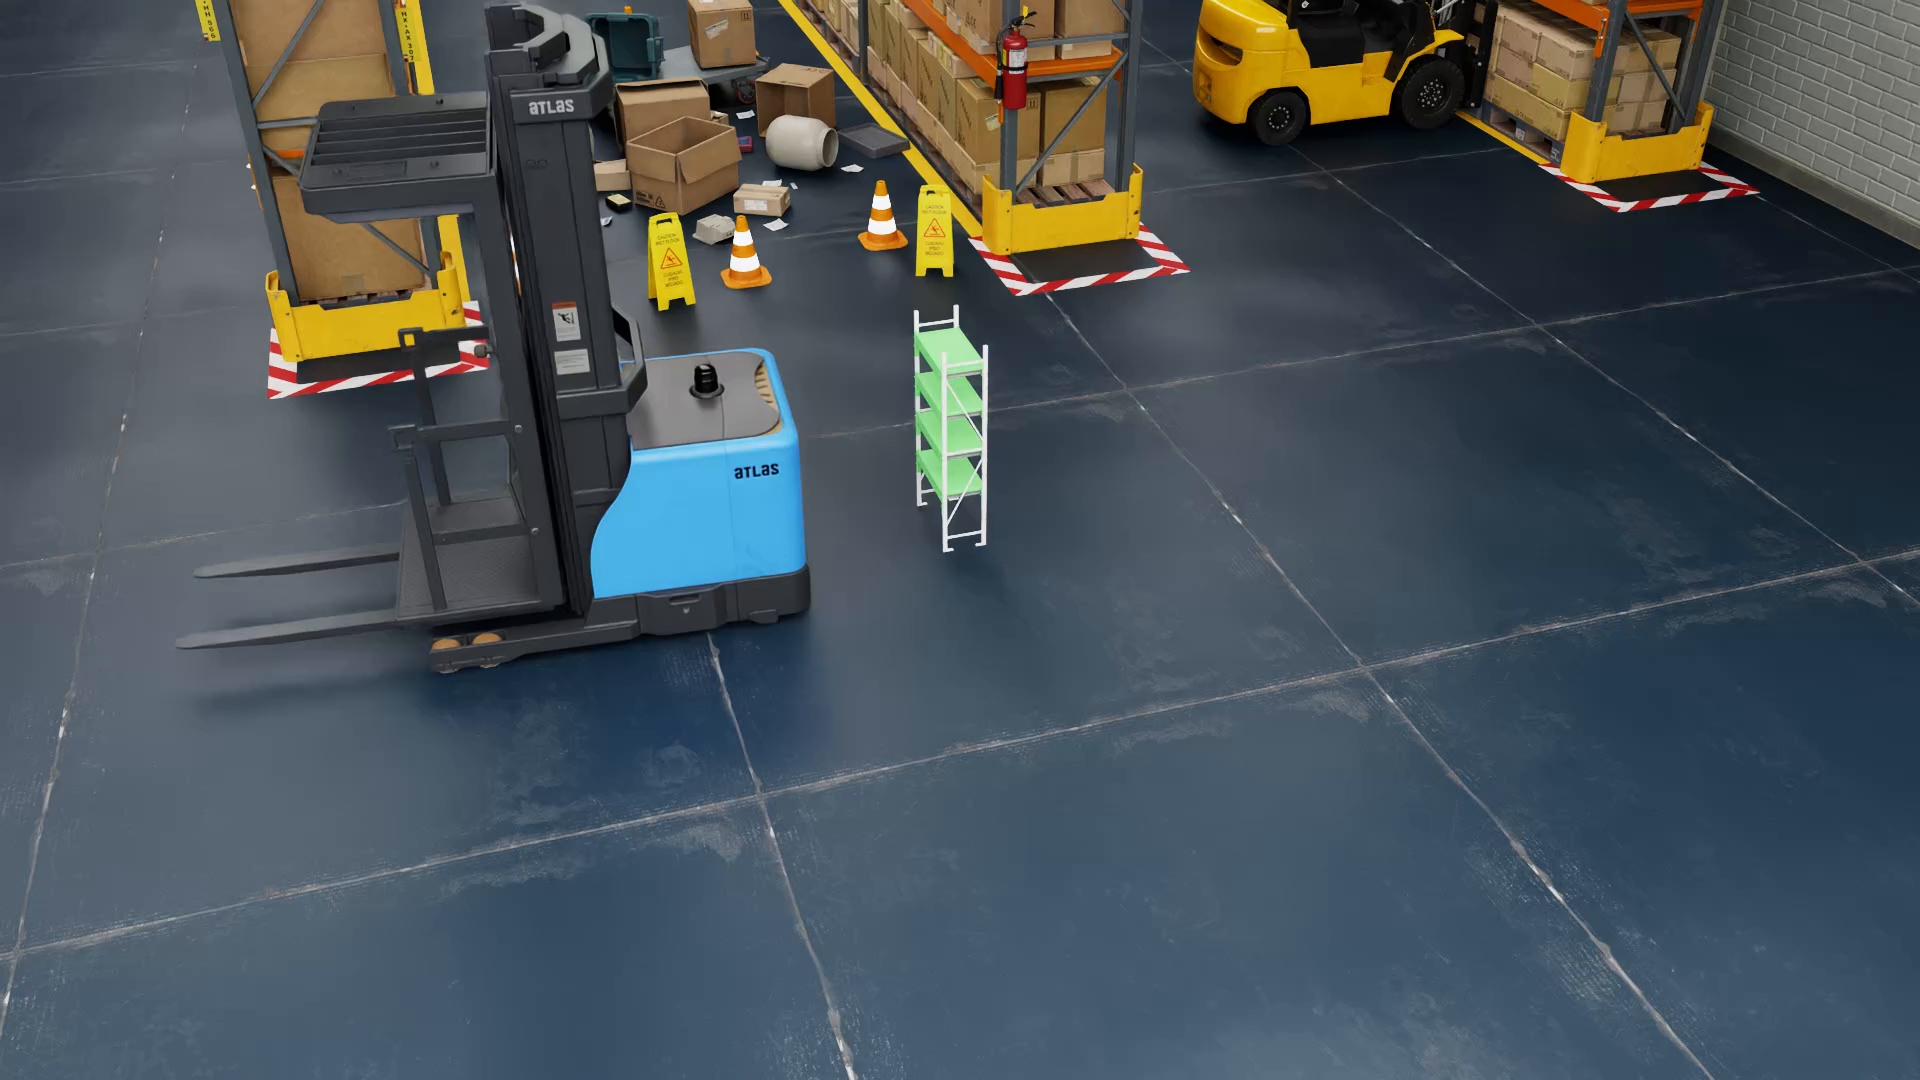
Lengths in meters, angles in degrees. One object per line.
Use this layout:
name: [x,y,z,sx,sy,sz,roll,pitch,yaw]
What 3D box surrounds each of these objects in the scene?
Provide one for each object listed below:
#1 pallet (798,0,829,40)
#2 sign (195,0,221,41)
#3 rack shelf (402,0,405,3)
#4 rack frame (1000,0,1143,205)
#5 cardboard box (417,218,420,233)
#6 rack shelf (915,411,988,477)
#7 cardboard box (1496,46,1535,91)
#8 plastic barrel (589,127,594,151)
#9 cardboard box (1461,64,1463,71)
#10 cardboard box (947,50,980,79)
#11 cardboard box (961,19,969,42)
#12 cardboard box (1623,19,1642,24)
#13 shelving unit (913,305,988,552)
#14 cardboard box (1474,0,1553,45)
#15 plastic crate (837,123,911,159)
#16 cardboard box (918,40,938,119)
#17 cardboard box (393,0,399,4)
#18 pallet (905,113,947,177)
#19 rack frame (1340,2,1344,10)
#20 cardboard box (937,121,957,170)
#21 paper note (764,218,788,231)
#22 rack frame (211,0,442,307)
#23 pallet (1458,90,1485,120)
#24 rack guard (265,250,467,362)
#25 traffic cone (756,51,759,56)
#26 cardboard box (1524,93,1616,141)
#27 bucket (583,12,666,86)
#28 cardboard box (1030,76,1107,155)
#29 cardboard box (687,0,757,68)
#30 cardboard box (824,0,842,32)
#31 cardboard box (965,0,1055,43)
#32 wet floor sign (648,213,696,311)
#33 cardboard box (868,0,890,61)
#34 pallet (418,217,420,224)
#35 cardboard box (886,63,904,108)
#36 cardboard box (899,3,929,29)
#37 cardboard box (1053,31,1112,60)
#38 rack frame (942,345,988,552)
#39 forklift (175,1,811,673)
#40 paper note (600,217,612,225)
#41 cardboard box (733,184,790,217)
pallet: [-1.053,-5.472,17.160,1.003,0.211,1.213,-10,35,-15]
sign: [-4.422,-3.098,9.772,0.100,0.325,0.005,-10,35,-15]
rack shelf: [-5.731,-5.450,15.249,1.077,0.370,4.000,-10,35,-15]
rack frame: [0.782,-3.486,11.623,1.000,3.000,0.127,-10,35,-15]
cardboard box: [-4.441,-2.695,11.974,0.875,0.875,0.875,-11,35,-15]
rack shelf: [-0.050,-0.534,8.905,0.258,0.148,0.480,-10,35,-15]
cardboard box: [4.919,-4.027,14.102,0.500,0.250,0.500,-10,35,-15]
plastic barrel: [-3.314,-3.288,13.661,0.512,0.421,0.421,13,36,18]
cardboard box: [4.597,-4.340,15.029,0.500,0.250,0.500,-9,34,-13]
cardboard box: [0.113,-3.655,12.725,0.380,0.149,0.250,-9,35,-13]
cardboard box: [0.224,-3.794,12.318,0.380,0.149,0.250,-11,35,-16]
cardboard box: [5.386,-4.313,14.082,0.500,0.250,0.500,-10,35,-15]
shelving unit: [-0.050,-0.587,8.870,0.258,1.200,0.503,-10,35,-15]
cardboard box: [4.746,-4.487,14.345,0.500,0.250,0.500,-10,35,-14]
plastic crate: [-0.740,-3.405,14.150,0.402,0.080,0.583,-23,40,-31]
cardboard box: [-0.020,-3.743,13.446,0.500,0.500,0.500,-11,35,-16]
cardboard box: [-4.274,-3.905,11.142,0.875,0.550,0.550,-10,35,-15]
pallet: [0.176,-3.434,14.075,1.003,0.211,1.213,-10,35,-15]
rack frame: [4.288,-6.422,16.068,1.000,3.000,0.127,-10,35,-15]
cardboard box: [0.129,-3.166,13.253,0.500,0.250,0.500,-10,35,-15]
paper note: [-1.402,-2.408,12.686,0.148,0.019,0.142,-23,40,-31]
rack frame: [-3.901,-2.600,10.283,1.000,3.000,0.127,-10,35,-15]
pallet: [4.867,-4.193,15.223,1.003,0.211,1.213,-10,35,-15]
rack guard: [-3.894,-1.545,10.953,1.175,0.500,0.348,-10,35,-15]
traffic cone: [-2.150,-4.943,16.130,0.336,0.463,0.334,-10,35,-15]
cardboard box: [5.064,-3.544,13.825,0.500,0.250,0.500,-10,35,-14]
bucket: [-2.884,-4.285,14.424,0.726,0.611,0.620,1,23,2]
cardboard box: [0.792,-3.309,12.789,0.500,0.500,0.500,-11,35,-16]
cardboard box: [-2.124,-4.544,14.805,0.500,0.500,0.500,-10,35,-15]
cardboard box: [-0.823,-5.316,16.397,0.950,0.372,0.625,-8,34,-12]
cardboard box: [0.354,-3.890,11.875,0.500,0.500,0.500,-11,35,-16]
wet floor sign: [-2.007,-1.936,11.413,0.267,0.644,0.232,-16,37,-23]
cardboard box: [-0.515,-4.571,14.700,0.500,0.500,0.500,-8,34,-12]
pallet: [-4.588,-2.483,12.635,1.003,0.211,1.213,-10,35,-15]
cardboard box: [-0.342,-3.980,14.485,0.500,0.250,0.500,-8,34,-12]
cardboard box: [-0.291,-4.356,13.785,0.380,0.149,0.250,-8,34,-12]
cardboard box: [0.876,-3.594,12.015,0.380,0.149,0.250,-10,35,-15]
rack frame: [0.024,-0.459,8.676,0.240,1.200,0.015,-10,35,-15]
forklift: [-2.332,-0.896,7.767,3.031,2.935,1.130,-7,34,-11]
paper note: [-2.750,-2.448,12.747,0.144,0.017,0.142,1,33,2]
cardboard box: [-1.541,-2.644,12.936,0.380,0.149,0.250,7,34,10]
